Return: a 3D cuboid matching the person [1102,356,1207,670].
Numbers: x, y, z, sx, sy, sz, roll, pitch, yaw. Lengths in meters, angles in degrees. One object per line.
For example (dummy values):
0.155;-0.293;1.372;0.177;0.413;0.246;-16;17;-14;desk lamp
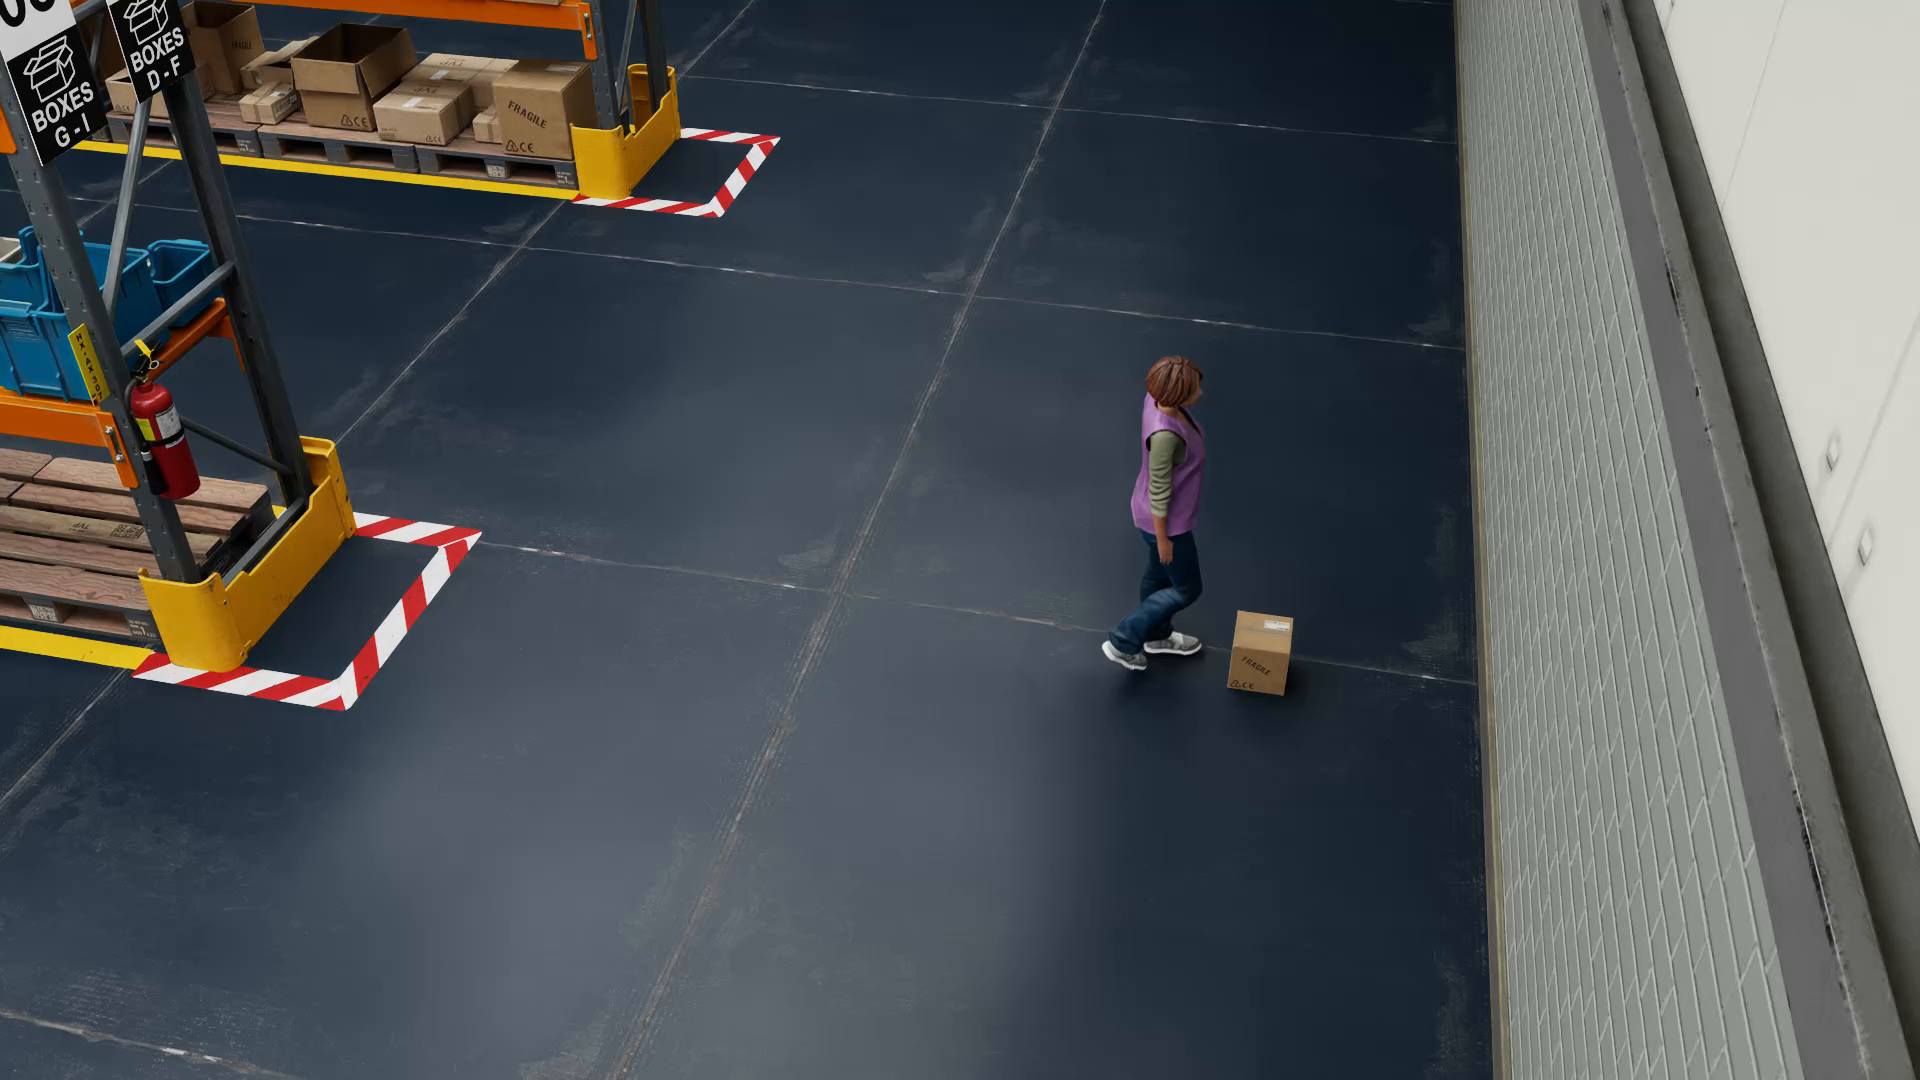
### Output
0.869;-0.107;7.092;0.466;1.593;0.431;1;37;2;person
